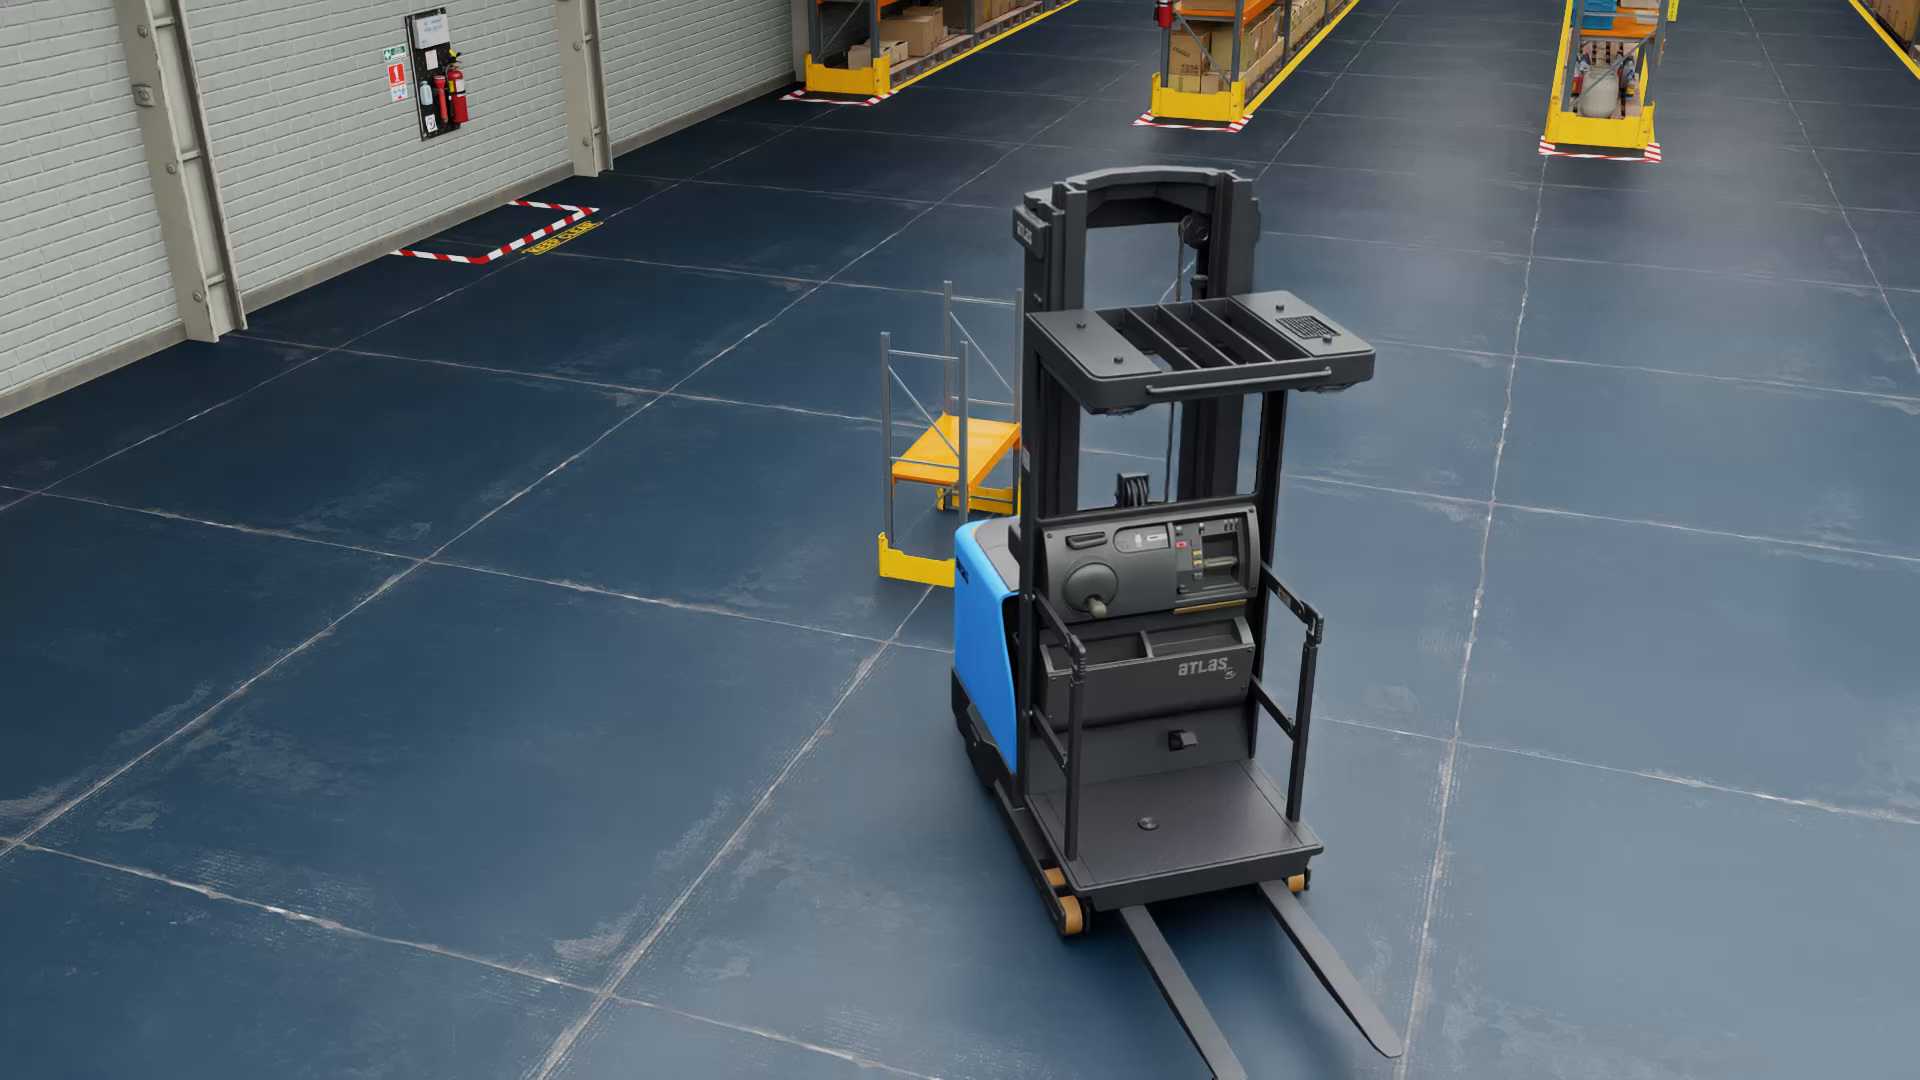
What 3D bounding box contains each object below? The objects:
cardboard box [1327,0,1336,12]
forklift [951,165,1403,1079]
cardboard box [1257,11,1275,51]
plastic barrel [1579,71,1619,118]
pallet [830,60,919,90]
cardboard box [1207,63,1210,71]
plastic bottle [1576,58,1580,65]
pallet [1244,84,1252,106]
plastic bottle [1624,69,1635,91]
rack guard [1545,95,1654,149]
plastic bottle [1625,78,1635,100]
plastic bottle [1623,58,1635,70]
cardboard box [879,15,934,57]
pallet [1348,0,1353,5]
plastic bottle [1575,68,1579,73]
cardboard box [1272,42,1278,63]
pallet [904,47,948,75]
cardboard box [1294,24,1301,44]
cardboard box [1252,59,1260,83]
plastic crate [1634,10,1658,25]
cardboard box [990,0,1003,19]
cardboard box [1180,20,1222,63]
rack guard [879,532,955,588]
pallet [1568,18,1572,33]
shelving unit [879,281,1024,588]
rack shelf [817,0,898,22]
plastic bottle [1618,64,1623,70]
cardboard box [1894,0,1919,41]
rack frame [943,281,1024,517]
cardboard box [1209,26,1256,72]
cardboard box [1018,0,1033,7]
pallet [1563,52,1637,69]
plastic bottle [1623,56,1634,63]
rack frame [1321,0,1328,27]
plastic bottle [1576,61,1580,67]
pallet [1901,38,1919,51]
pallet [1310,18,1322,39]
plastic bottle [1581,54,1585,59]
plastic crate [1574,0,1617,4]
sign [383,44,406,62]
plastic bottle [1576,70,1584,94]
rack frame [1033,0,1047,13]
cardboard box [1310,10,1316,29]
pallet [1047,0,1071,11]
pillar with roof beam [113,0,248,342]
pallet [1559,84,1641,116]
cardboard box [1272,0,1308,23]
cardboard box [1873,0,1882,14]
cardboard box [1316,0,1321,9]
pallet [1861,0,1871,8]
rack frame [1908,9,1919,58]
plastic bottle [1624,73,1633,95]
[{"bbox_3d":[6.165,-9.374,28.532,0.500,0.500,0.500,10,28,20],"label":"cardboard box"},{"bbox_3d":[0.851,0.125,6.628,1.130,2.935,3.031,-7,27,-14],"label":"forklift"},{"bbox_3d":[4.125,-7.169,23.426,0.500,0.500,0.500,9,27,17],"label":"cardboard box"},{"bbox_3d":[7.899,-5.499,20.538,0.421,0.512,0.421,0,26,0],"label":"plastic barrel"},{"bbox_3d":[-1.262,-6.690,23.824,1.003,0.211,1.213,9,27,17],"label":"pallet"},{"bbox_3d":[3.137,-6.290,22.472,0.500,0.250,0.500,9,27,17],"label":"cardboard box"},{"bbox_3d":[8.360,-6.448,22.661,0.144,0.351,0.185,8,27,15],"label":"plastic bottle"},{"bbox_3d":[3.297,-5.933,22.262,1.003,0.211,1.213,9,27,17],"label":"pallet"},{"bbox_3d":[8.864,-6.083,21.998,0.097,0.271,0.097,0,26,0],"label":"plastic bottle"},{"bbox_3d":[7.733,-5.061,20.129,1.175,0.500,0.348,9,27,17],"label":"rack guard"},{"bbox_3d":[8.649,-5.818,21.450,0.097,0.271,0.097,0,26,0],"label":"plastic bottle"},{"bbox_3d":[8.969,-6.279,22.312,0.144,0.351,0.185,9,27,17],"label":"plastic bottle"},{"bbox_3d":[-0.794,-7.457,24.574,0.700,0.500,0.500,7,27,14],"label":"cardboard box"},{"bbox_3d":[6.840,-10.204,31.084,1.003,0.211,1.213,9,27,17],"label":"pallet"},{"bbox_3d":[8.105,-6.095,22.017,0.152,0.276,0.135,8,27,16],"label":"plastic bottle"},{"bbox_3d":[4.289,-7.037,24.015,0.500,0.250,0.500,9,27,17],"label":"cardboard box"},{"bbox_3d":[-0.854,-7.189,24.856,1.003,0.211,1.213,9,27,17],"label":"pallet"},{"bbox_3d":[4.952,-7.803,25.597,0.500,0.250,0.500,9,27,19],"label":"cardboard box"},{"bbox_3d":[3.800,-6.419,22.738,0.500,0.250,0.500,9,27,17],"label":"cardboard box"},{"bbox_3d":[8.353,-6.350,20.226,0.298,0.136,0.250,9,27,17],"label":"plastic crate"},{"bbox_3d":[0.302,-9.030,27.821,0.700,0.500,0.500,9,27,18],"label":"cardboard box"},{"bbox_3d":[3.299,-6.833,22.734,0.500,0.500,0.500,9,27,17],"label":"cardboard box"},{"bbox_3d":[-0.191,0.123,9.708,0.587,0.250,0.087,9,27,17],"label":"rack guard"},{"bbox_3d":[10.637,-8.511,27.585,1.003,0.211,1.213,9,27,17],"label":"pallet"},{"bbox_3d":[-0.025,-0.644,9.858,0.587,1.500,1.083,9,27,17],"label":"shelving unit"},{"bbox_3d":[-0.925,-8.083,24.327,1.077,0.370,4.000,9,27,17],"label":"rack shelf"},{"bbox_3d":[8.864,-6.253,22.336,0.061,0.283,0.133,9,27,17],"label":"plastic bottle"},{"bbox_3d":[15.334,-8.231,25.763,1.225,0.875,0.875,7,27,15],"label":"cardboard box"},{"bbox_3d":[0.141,-0.849,10.282,0.500,1.500,0.032,9,27,17],"label":"rack frame"},{"bbox_3d":[3.635,-6.551,22.150,0.500,0.500,0.500,9,27,17],"label":"cardboard box"},{"bbox_3d":[0.881,-9.642,29.085,0.700,0.500,0.500,9,27,18],"label":"cardboard box"},{"bbox_3d":[9.308,-6.865,24.187,1.003,0.211,1.213,9,27,17],"label":"pallet"},{"bbox_3d":[9.140,-6.491,22.749,0.144,0.351,0.185,8,27,16],"label":"plastic bottle"},{"bbox_3d":[5.744,-10.155,27.783,1.000,3.000,0.127,9,27,17],"label":"rack frame"},{"bbox_3d":[8.347,-6.347,22.542,0.097,0.271,0.097,0,26,0],"label":"plastic bottle"},{"bbox_3d":[15.418,-7.775,26.067,1.003,0.211,1.213,9,27,17],"label":"pallet"},{"bbox_3d":[5.433,-8.568,27.703,1.003,0.211,1.213,9,27,17],"label":"pallet"},{"bbox_3d":[8.582,-6.548,22.944,0.061,0.283,0.133,9,27,17],"label":"plastic bottle"},{"bbox_3d":[7.858,-6.596,20.602,0.499,0.251,0.408,9,27,17],"label":"plastic crate"},{"bbox_3d":[-5.300,-4.565,15.587,0.001,0.109,0.331,9,27,17],"label":"sign"},{"bbox_3d":[8.160,-6.026,21.866,0.061,0.283,0.133,9,27,17],"label":"plastic bottle"},{"bbox_3d":[1.072,-10.872,29.263,1.000,3.000,0.127,9,27,17],"label":"rack frame"},{"bbox_3d":[5.461,-8.437,26.906,0.500,0.250,0.500,9,27,19],"label":"cardboard box"},{"bbox_3d":[1.405,-9.930,30.517,1.003,0.211,1.213,9,27,17],"label":"pallet"},{"bbox_3d":[-2.107,-5.142,10.544,9.100,9.000,0.400,9,27,17],"label":"pillar with roof beam"},{"bbox_3d":[8.416,-5.764,21.912,1.003,0.211,1.213,9,27,17],"label":"pallet"},{"bbox_3d":[5.128,-8.267,25.912,0.500,0.311,0.500,8,27,16],"label":"cardboard box"},{"bbox_3d":[16.222,-9.328,28.030,1.225,0.875,0.875,9,27,18],"label":"cardboard box"},{"bbox_3d":[5.635,-8.894,27.207,0.500,0.311,0.500,8,27,17],"label":"cardboard box"},{"bbox_3d":[17.147,-9.910,30.476,1.003,0.211,1.213,9,27,17],"label":"pallet"},{"bbox_3d":[15.085,-8.717,24.812,1.000,3.000,0.127,9,27,17],"label":"rack frame"},{"bbox_3d":[8.763,-5.959,21.741,0.097,0.271,0.097,0,26,0],"label":"plastic bottle"}]
